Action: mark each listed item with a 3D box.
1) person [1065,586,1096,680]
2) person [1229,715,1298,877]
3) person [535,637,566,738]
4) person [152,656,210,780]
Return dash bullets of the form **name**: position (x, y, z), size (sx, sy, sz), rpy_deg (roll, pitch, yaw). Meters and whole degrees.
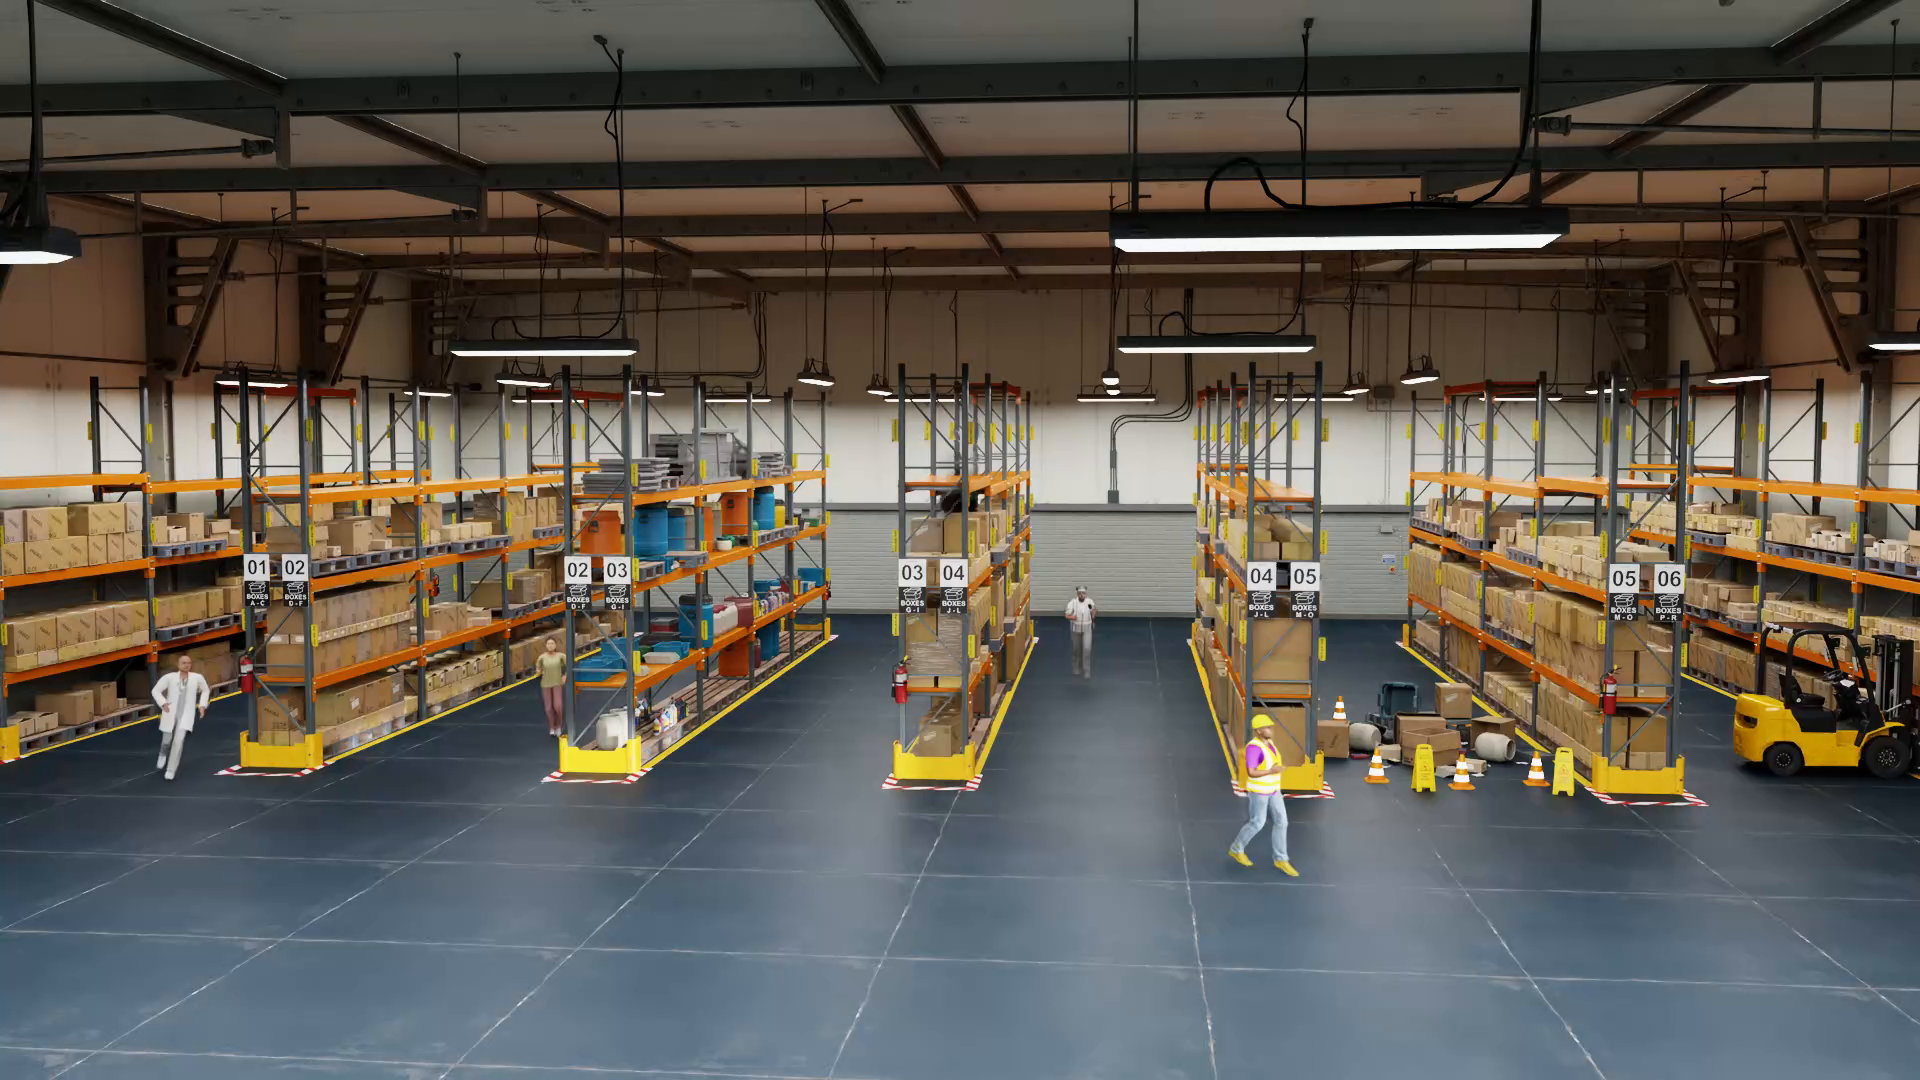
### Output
- **person**: position (2.361, 1.779, 32.585), size (0.609, 1.799, 0.907), rpy_deg (0, 4, 0)
- **person**: position (3.453, 2.888, 18.924), size (0.815, 1.810, 0.682), rpy_deg (3, 5, 41)
- **person**: position (-6.688, 2.421, 27.293), size (0.562, 1.656, 0.595), rpy_deg (0, 4, -7)
- **person**: position (-11.394, 2.566, 24.340), size (0.774, 1.728, 0.983), rpy_deg (-2, 4, -25)
